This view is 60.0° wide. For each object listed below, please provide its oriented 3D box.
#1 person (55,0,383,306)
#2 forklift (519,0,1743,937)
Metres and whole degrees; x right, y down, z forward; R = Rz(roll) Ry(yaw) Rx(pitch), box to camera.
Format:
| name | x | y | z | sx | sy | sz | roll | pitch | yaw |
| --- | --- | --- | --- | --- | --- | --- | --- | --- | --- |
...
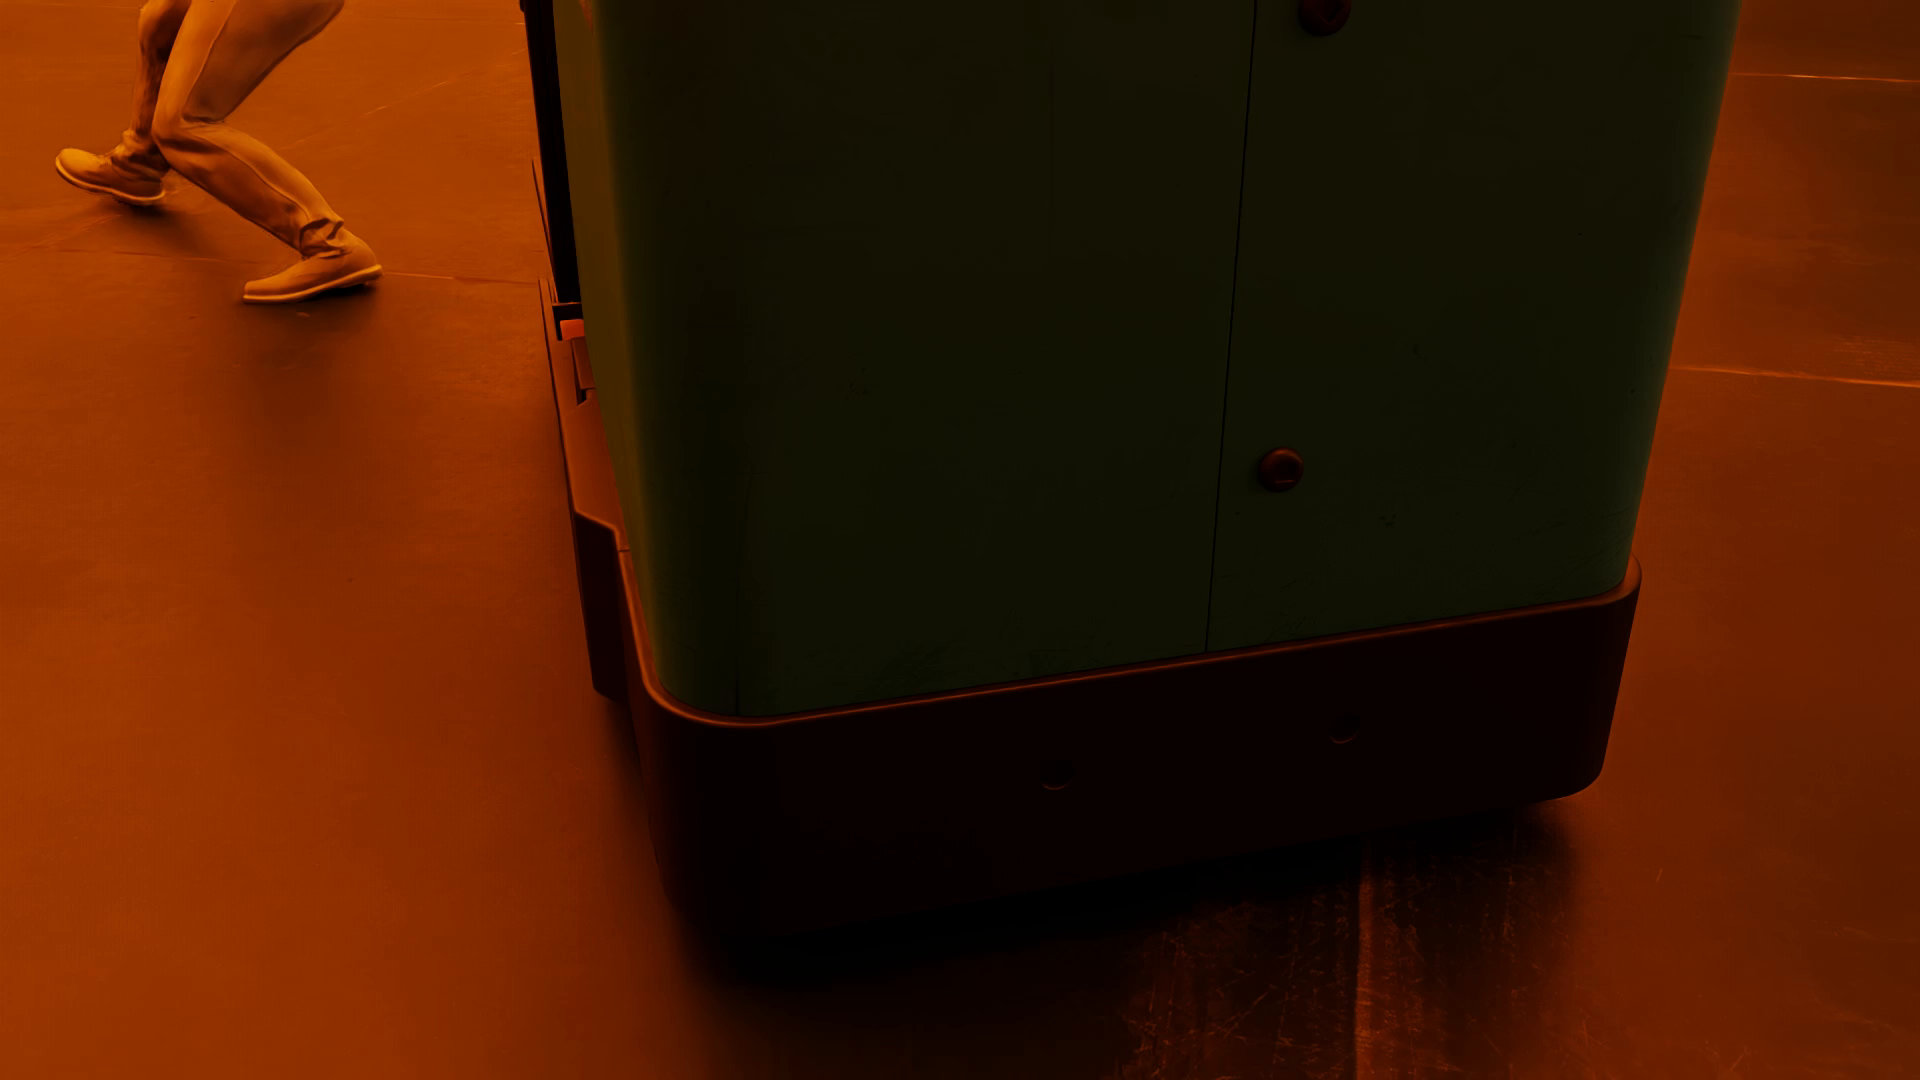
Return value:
| name | x | y | z | sx | sy | sz | roll | pitch | yaw |
| --- | --- | --- | --- | --- | --- | --- | --- | --- | --- |
| person | -1.747 | -1.287 | 3.570 | 0.871 | 1.381 | 1.003 | -5 | 27 | -9 |
| forklift | -0.161 | -1.574 | 2.366 | 1.130 | 2.935 | 3.031 | -7 | 28 | -14 |
